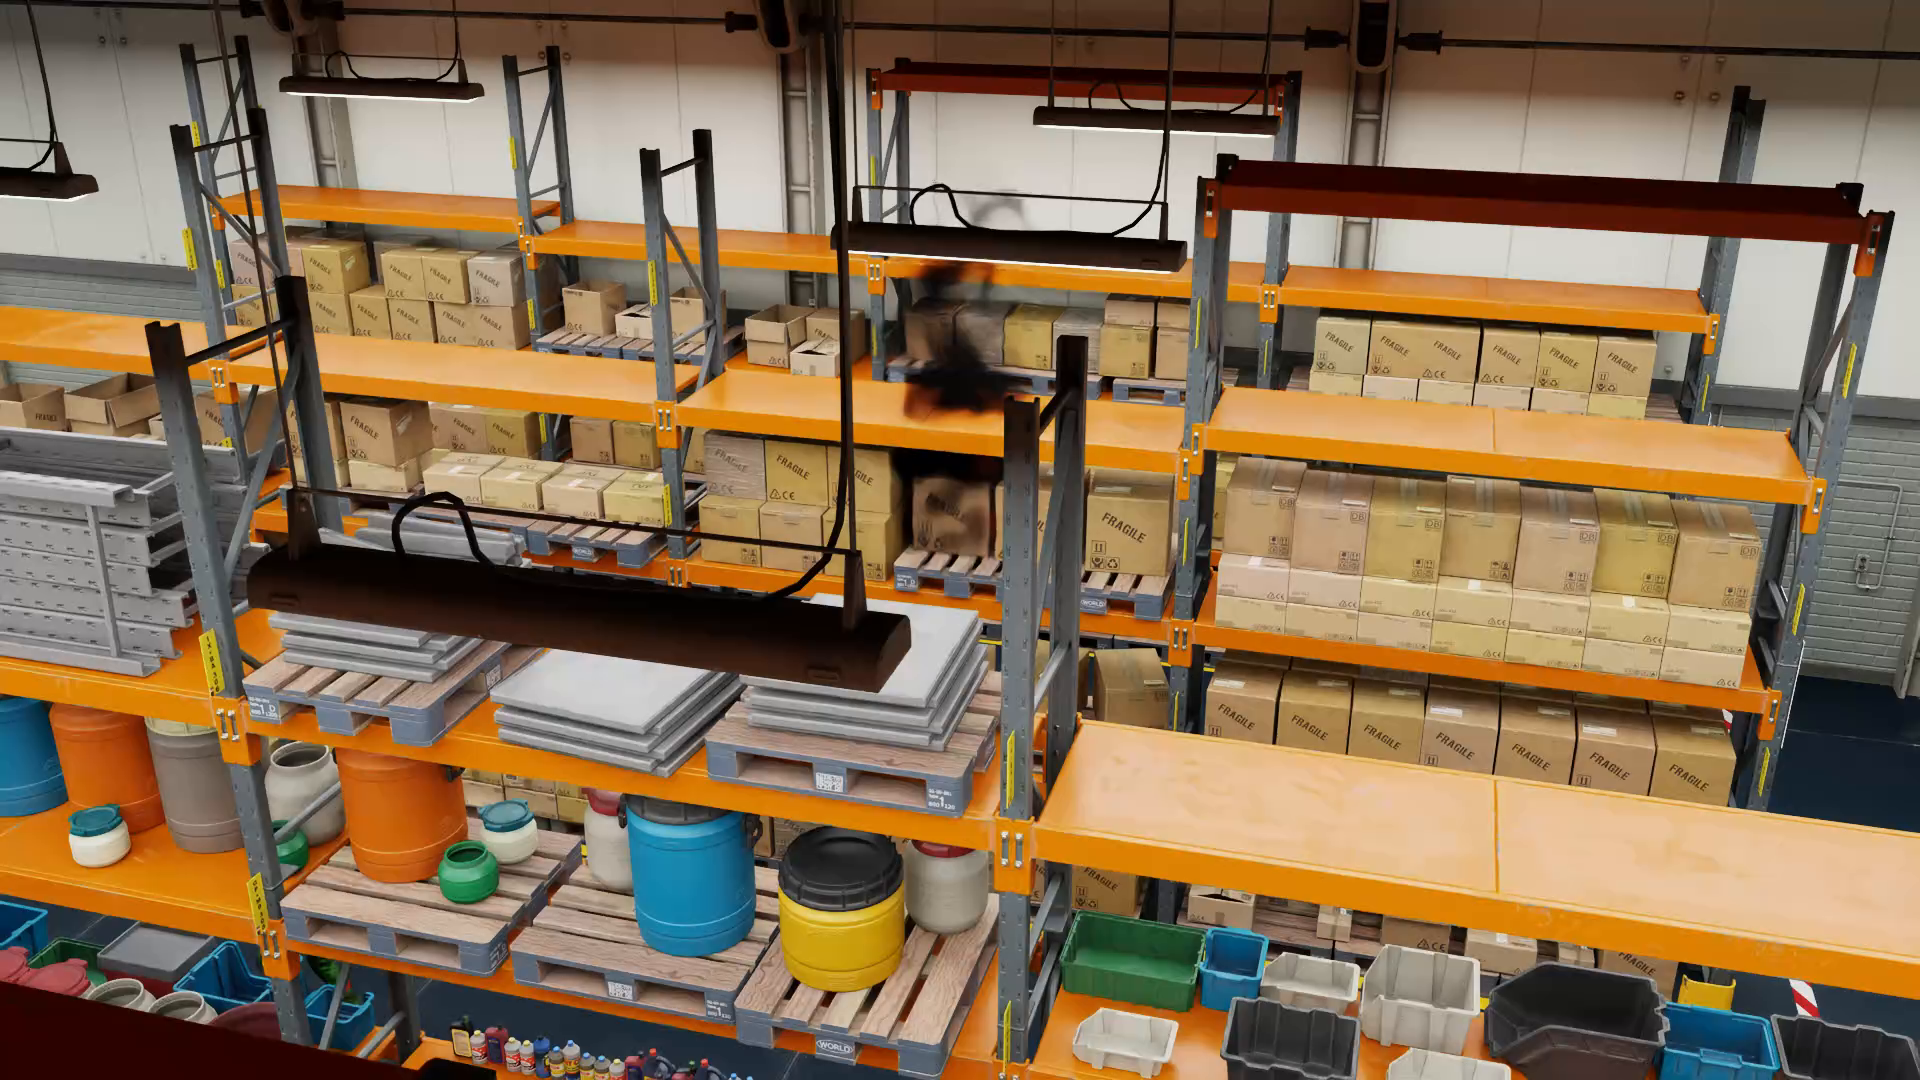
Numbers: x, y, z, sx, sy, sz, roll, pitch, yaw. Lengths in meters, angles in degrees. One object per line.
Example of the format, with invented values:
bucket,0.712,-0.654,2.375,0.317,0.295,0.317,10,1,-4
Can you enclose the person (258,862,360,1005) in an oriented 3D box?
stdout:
person,-4.699,2.758,11.865,0.750,1.809,0.670,10,25,23
